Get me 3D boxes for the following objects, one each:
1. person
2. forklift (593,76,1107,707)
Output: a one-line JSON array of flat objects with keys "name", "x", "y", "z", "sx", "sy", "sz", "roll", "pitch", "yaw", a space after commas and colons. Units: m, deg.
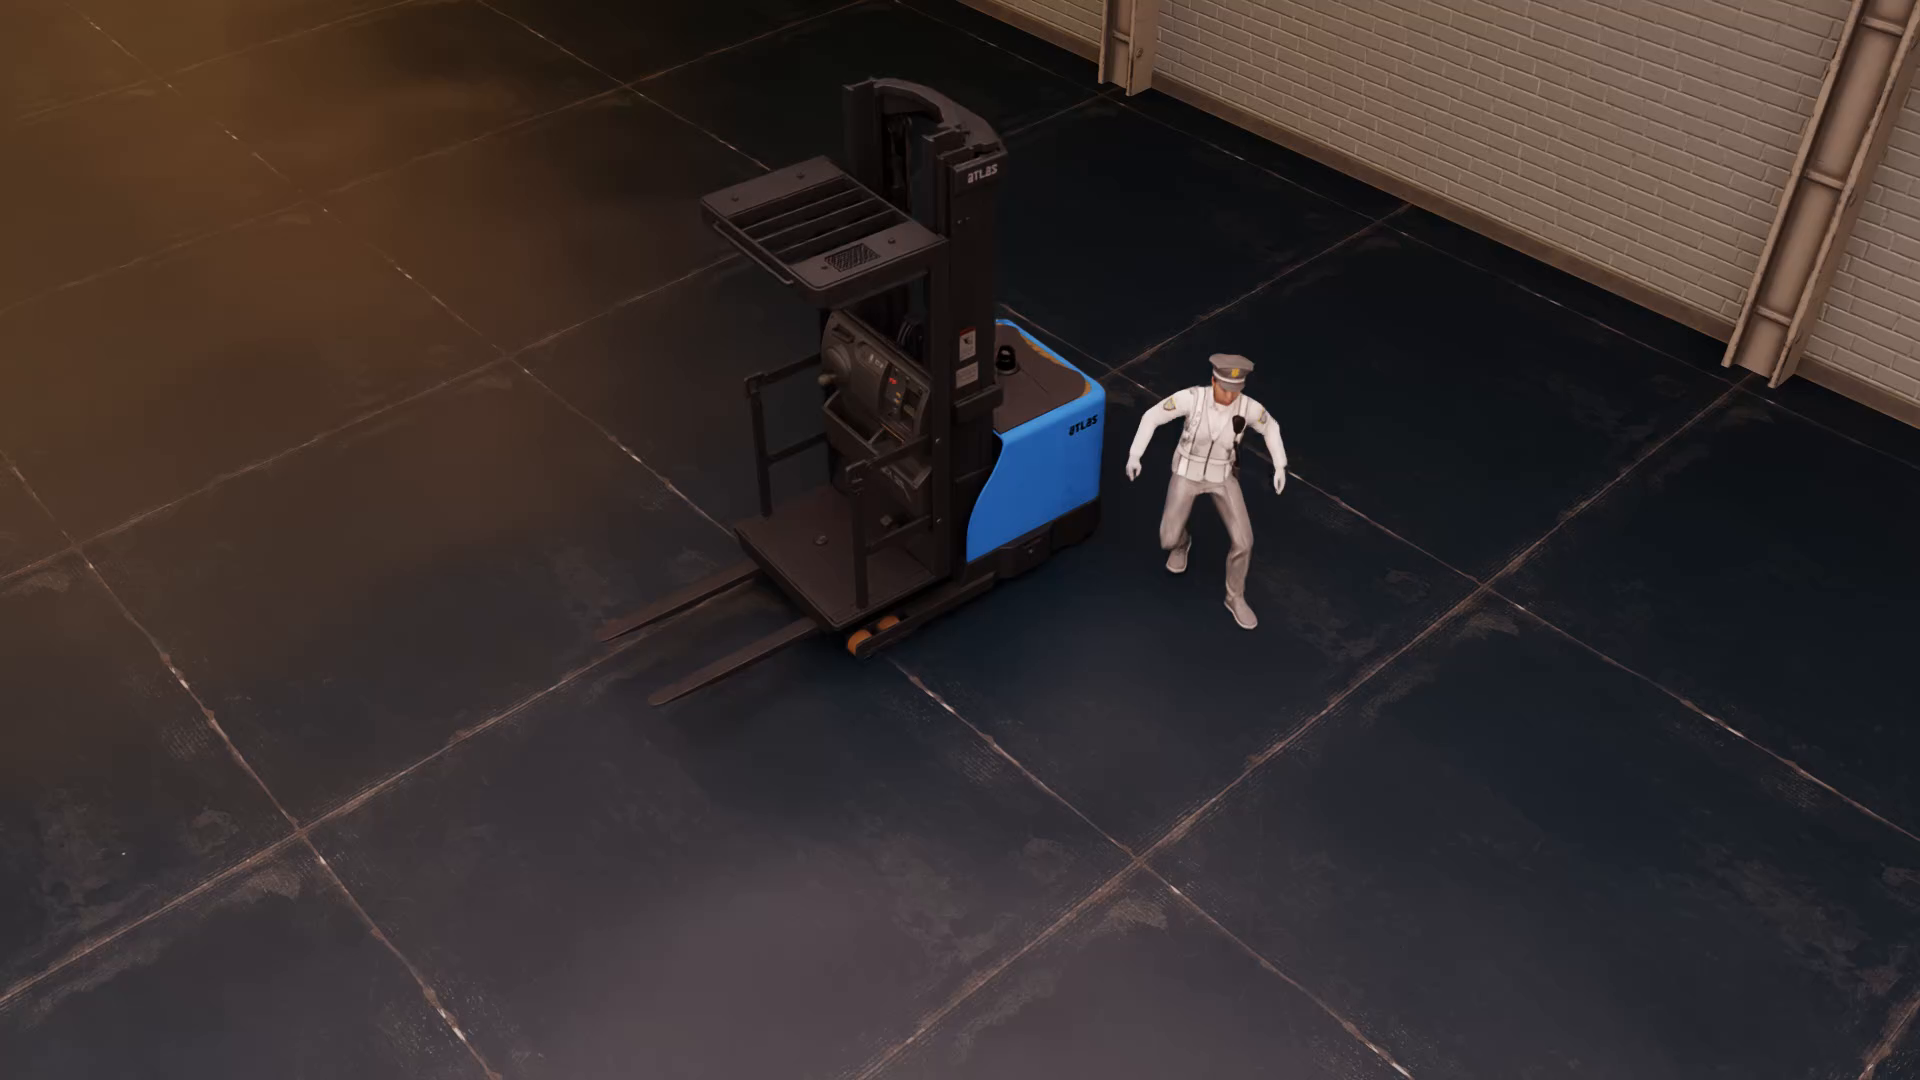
[{"name": "person", "x": 1.371, "y": -0.307, "z": 9.292, "sx": 0.900, "sy": 1.581, "sz": 0.638, "roll": 5, "pitch": 41, "yaw": 6}, {"name": "forklift", "x": -0.624, "y": -0.831, "z": 8.872, "sx": 3.031, "sy": 2.935, "sz": 1.130, "roll": -26, "pitch": 47, "yaw": -27}]
